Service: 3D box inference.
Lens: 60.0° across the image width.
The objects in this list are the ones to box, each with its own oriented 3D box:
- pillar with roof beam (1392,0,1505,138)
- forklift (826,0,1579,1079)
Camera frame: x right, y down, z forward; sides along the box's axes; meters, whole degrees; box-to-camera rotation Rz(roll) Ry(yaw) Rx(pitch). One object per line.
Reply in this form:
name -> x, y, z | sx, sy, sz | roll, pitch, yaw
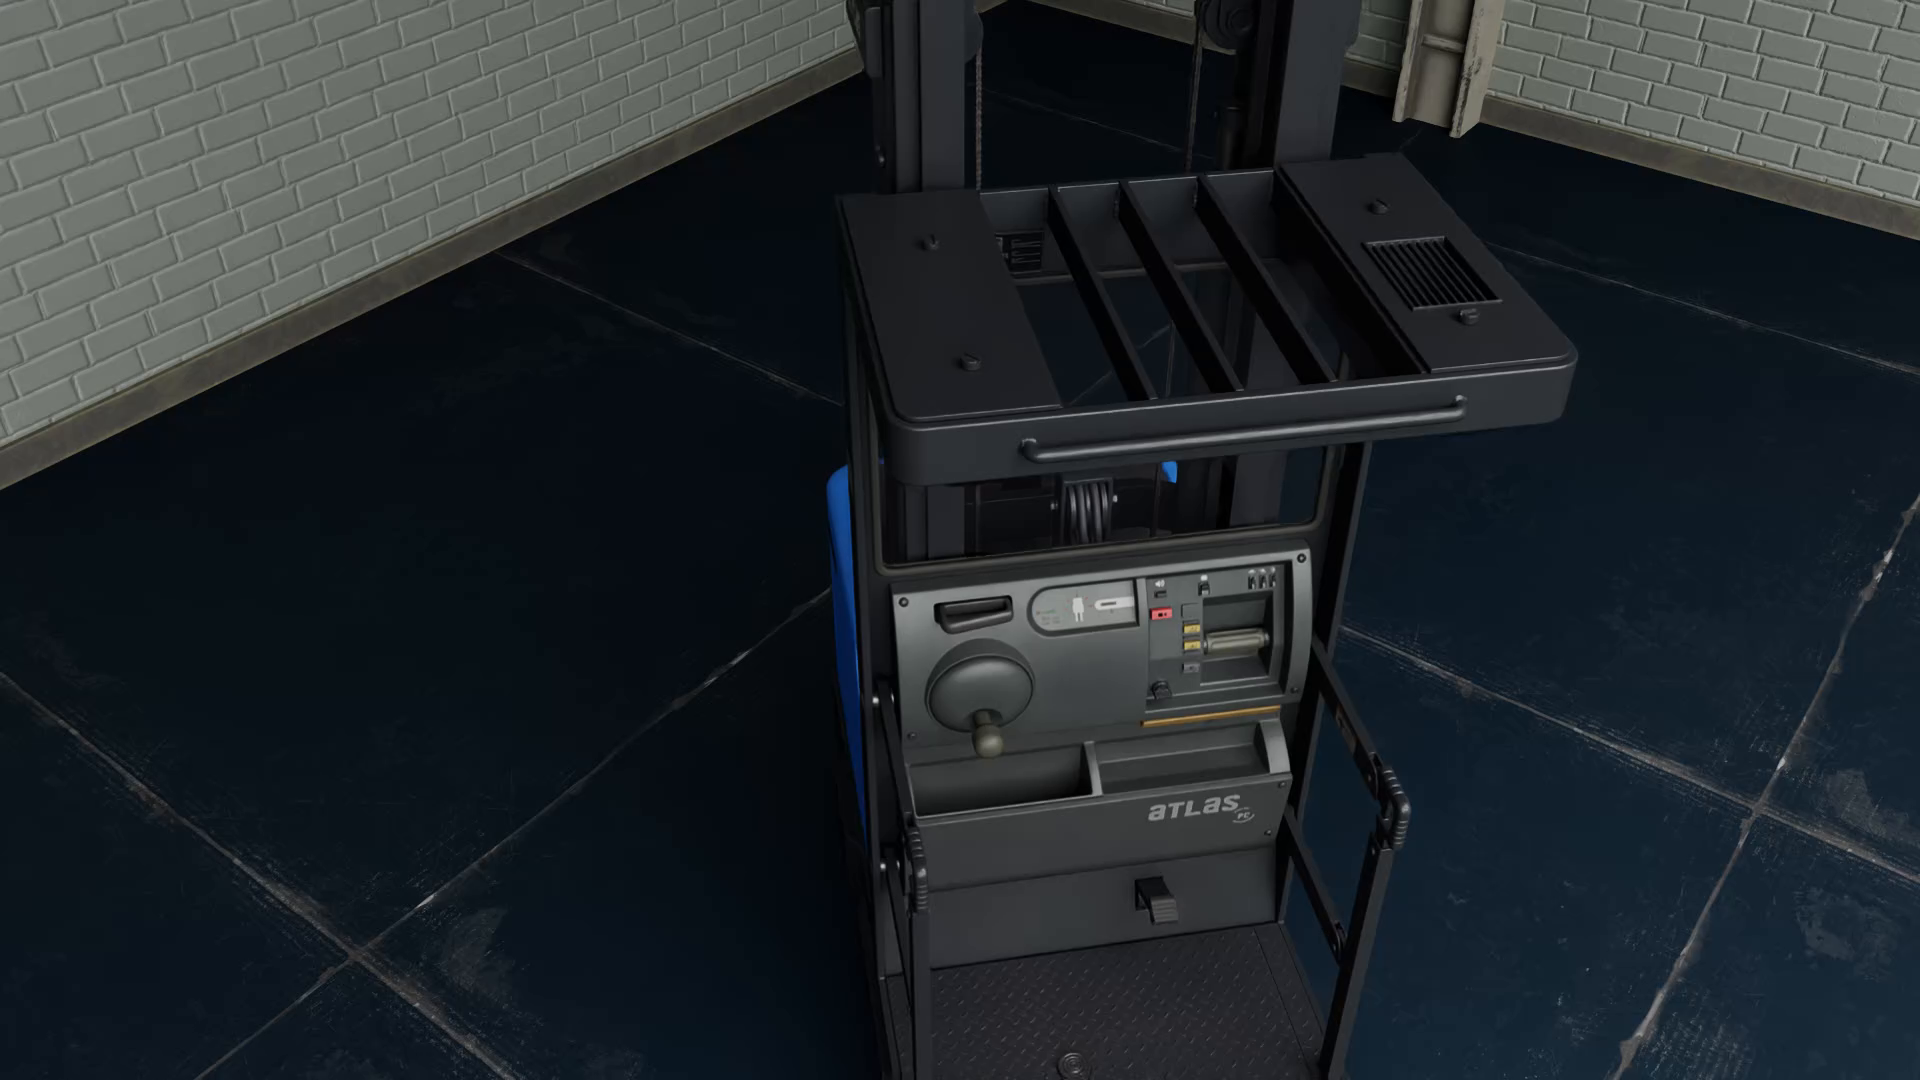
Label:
pillar with roof beam -> 0.027, -3.767, 3.762 | 0.400, 9.000, 9.100 | 25, 45, 29
forklift -> 0.357, 0.312, 3.473 | 1.130, 2.935, 3.031 | -6, 38, -8
